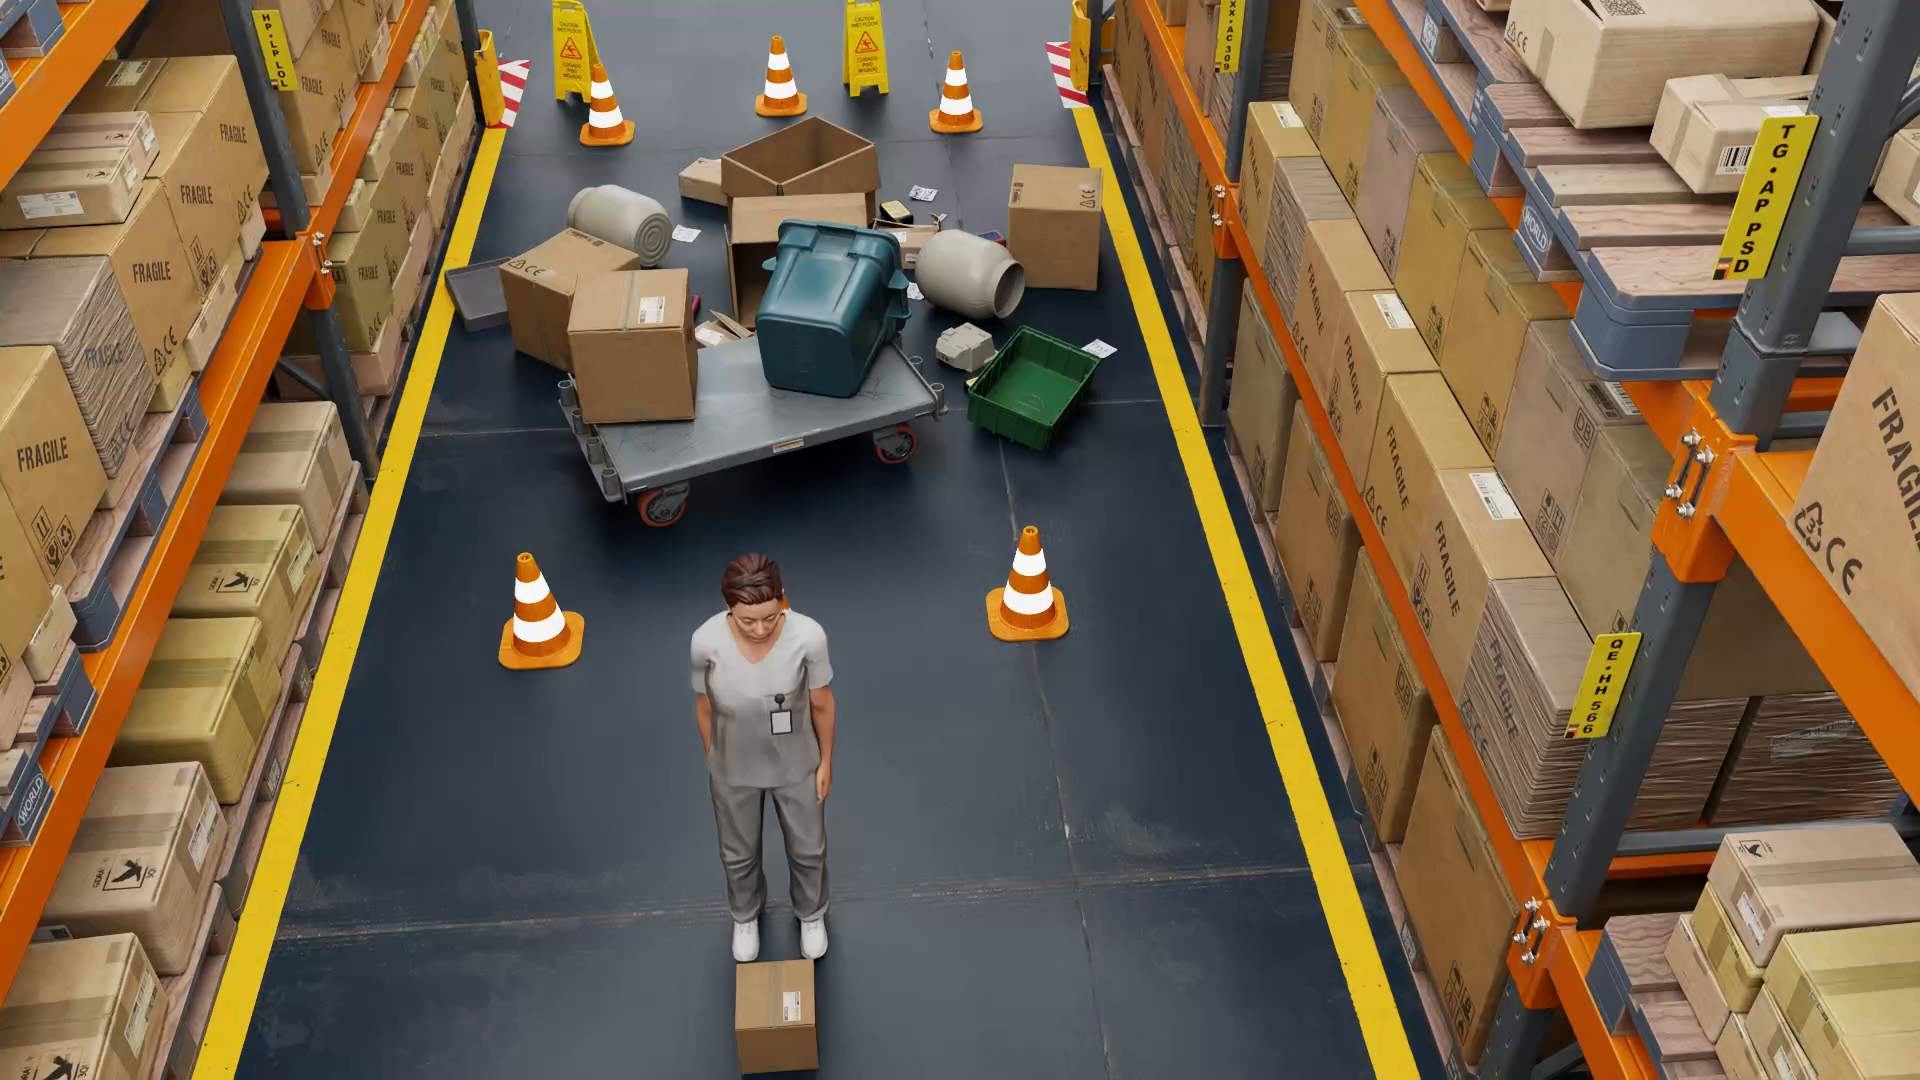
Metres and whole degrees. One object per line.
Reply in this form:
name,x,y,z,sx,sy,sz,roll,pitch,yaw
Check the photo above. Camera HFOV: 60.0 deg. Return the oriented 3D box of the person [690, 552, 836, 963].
person,-0.606,0.699,5.309,0.440,1.678,0.365,-2,39,-3
